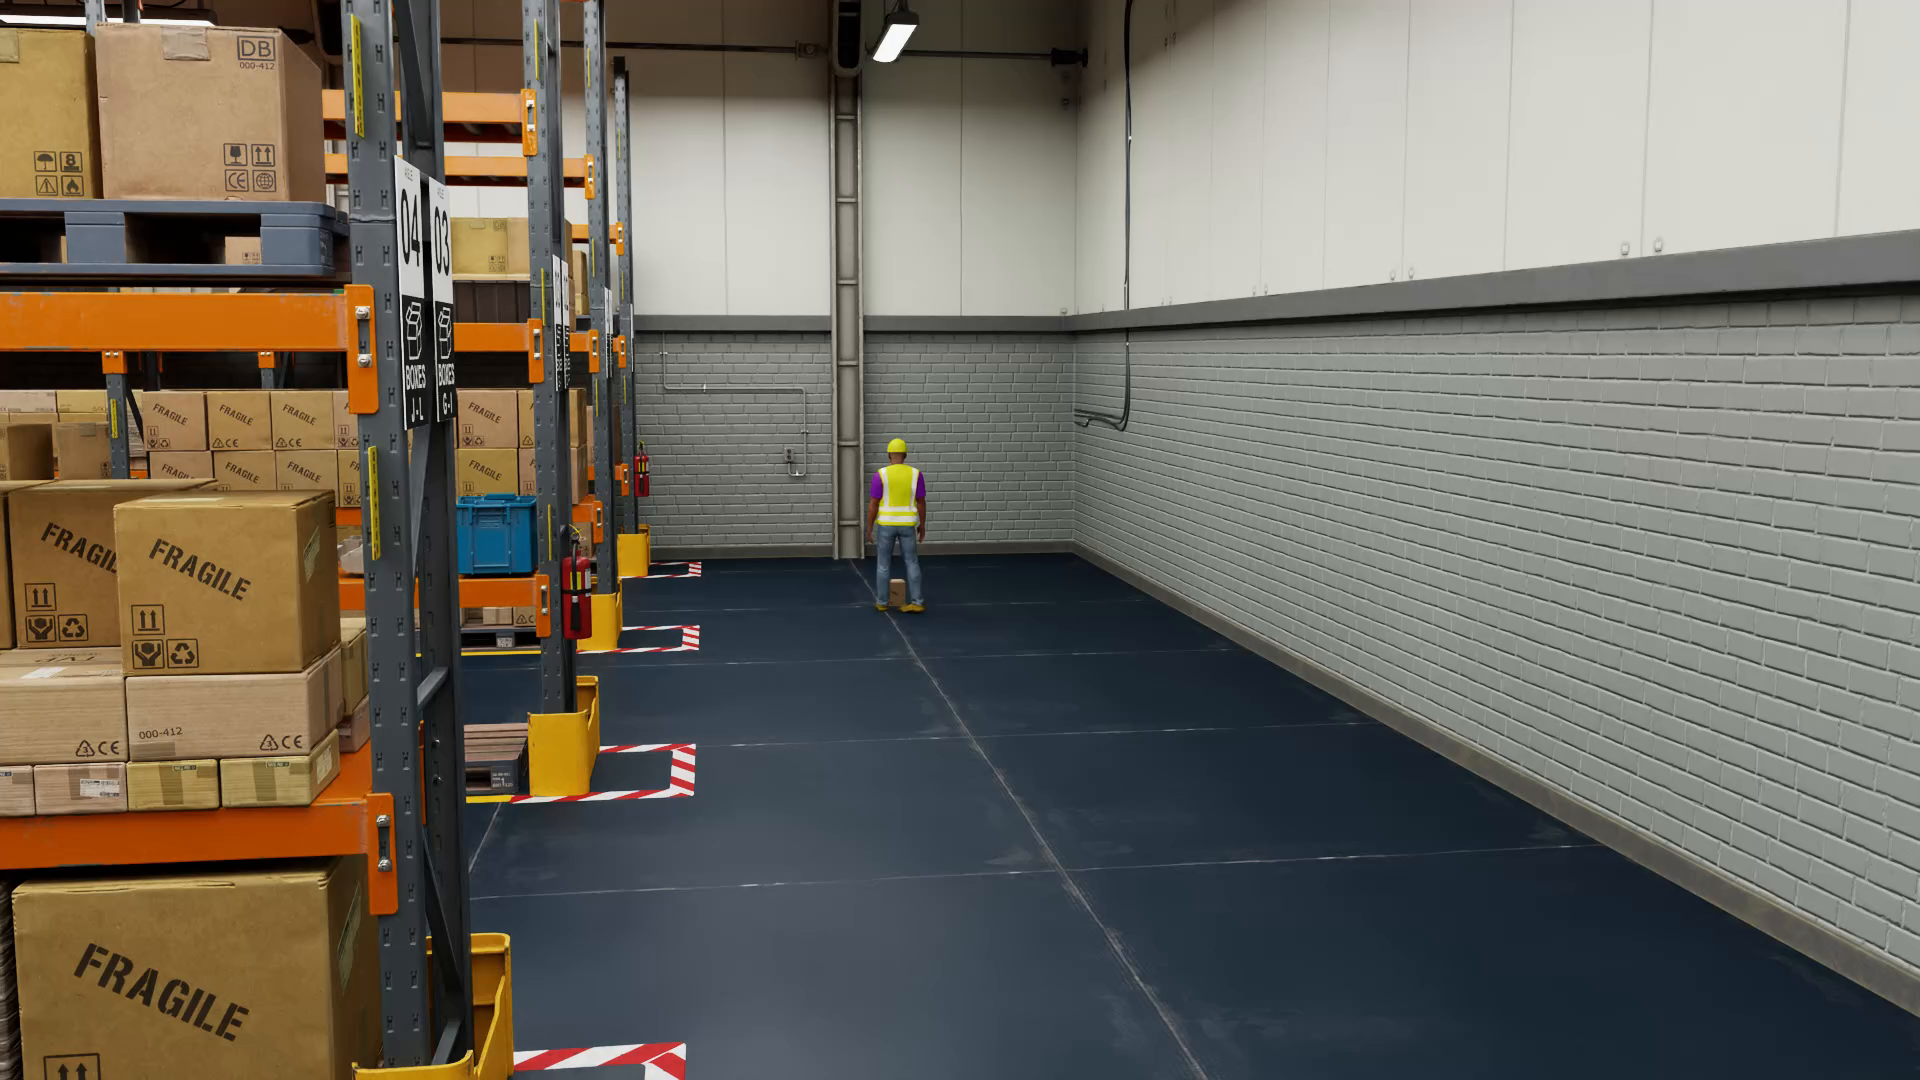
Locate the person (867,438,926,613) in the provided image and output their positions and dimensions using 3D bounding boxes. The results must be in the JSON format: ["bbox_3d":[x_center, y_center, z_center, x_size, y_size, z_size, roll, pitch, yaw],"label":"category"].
[{"bbox_3d":[-0.658,-0.150,16.933,0.594,1.773,0.564,-2,7,-13],"label":"person"}]
